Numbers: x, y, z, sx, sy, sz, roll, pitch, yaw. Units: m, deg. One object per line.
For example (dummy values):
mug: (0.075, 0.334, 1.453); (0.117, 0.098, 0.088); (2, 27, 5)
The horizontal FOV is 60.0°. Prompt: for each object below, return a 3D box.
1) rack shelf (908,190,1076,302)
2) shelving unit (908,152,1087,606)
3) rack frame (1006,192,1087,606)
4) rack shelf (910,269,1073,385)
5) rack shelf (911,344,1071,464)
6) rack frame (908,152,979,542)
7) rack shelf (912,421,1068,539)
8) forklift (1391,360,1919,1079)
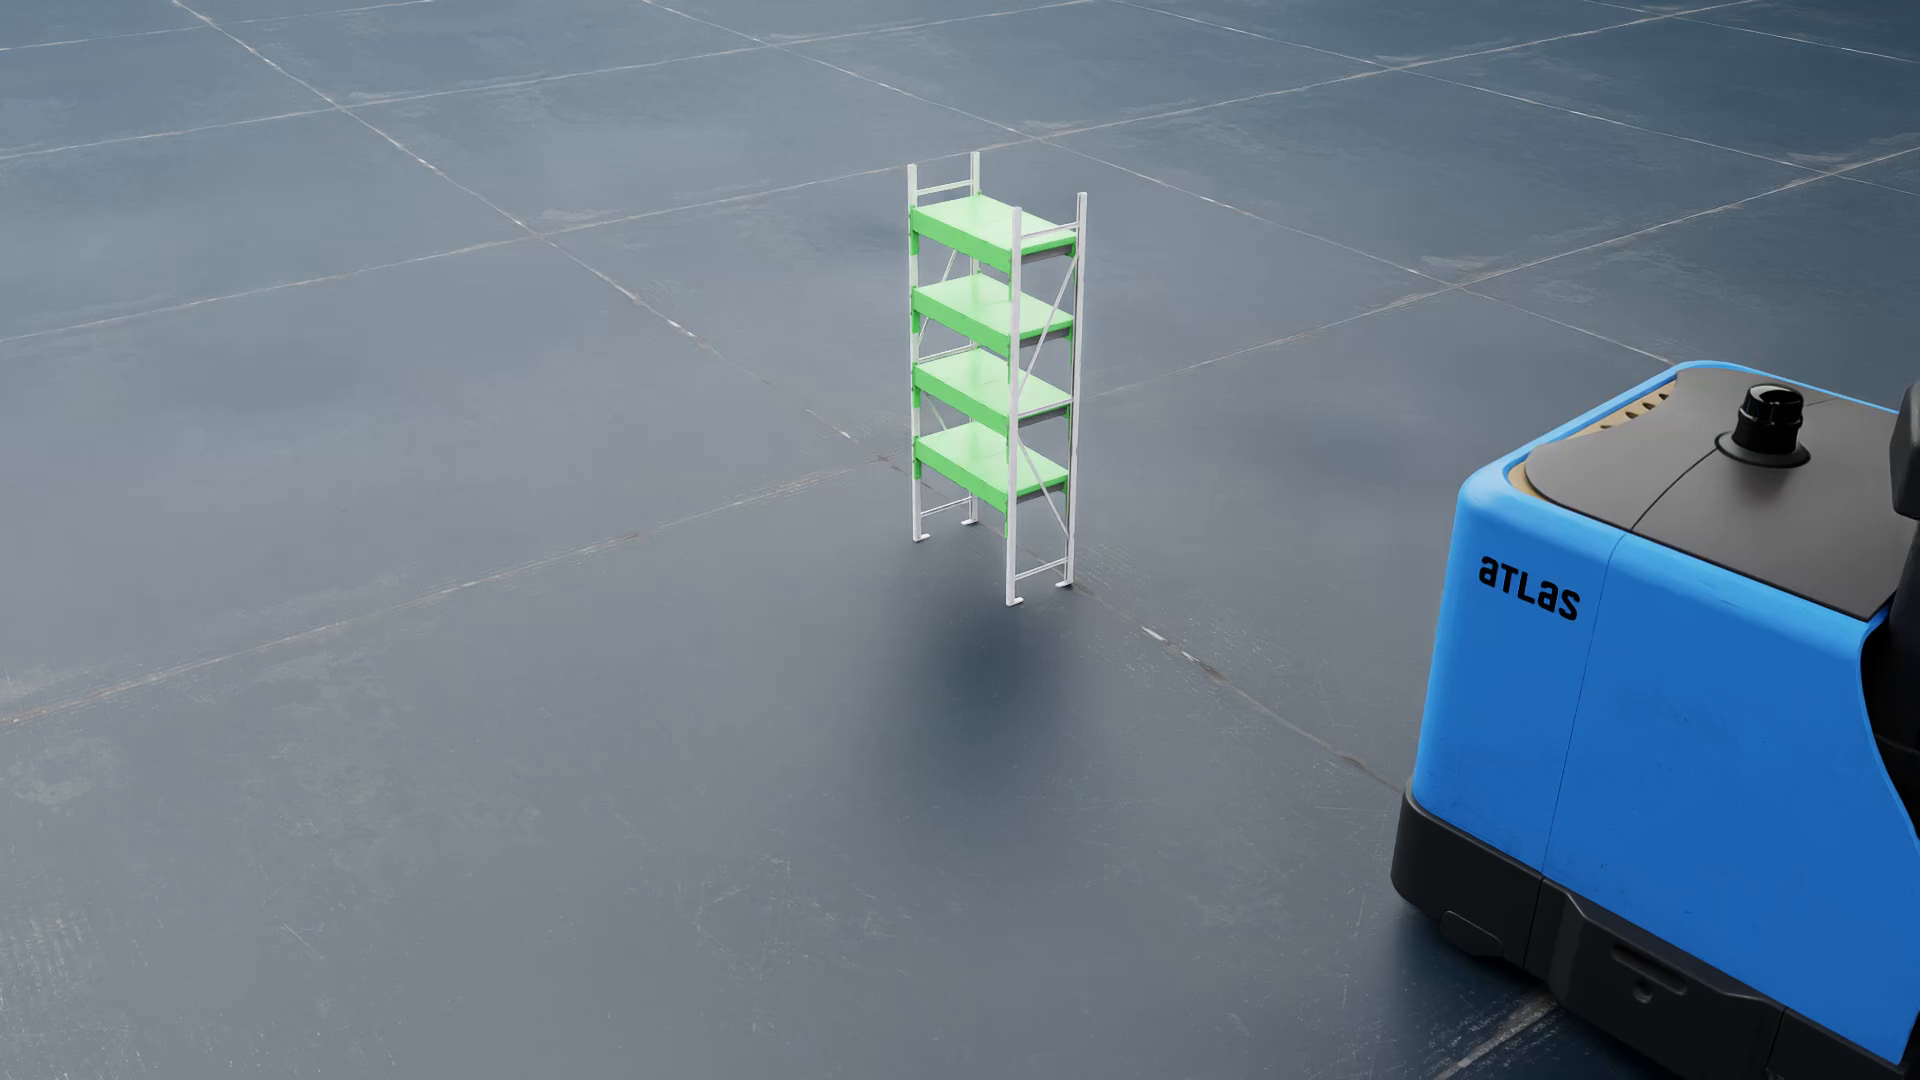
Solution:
rack shelf: (0.096, -0.829, 4.647); (0.258, 0.148, 0.480); (-19, 34, -31)
shelving unit: (0.096, -0.463, 4.845); (0.258, 1.200, 0.503); (-19, 34, -31)
rack frame: (0.238, -0.368, 4.670); (0.240, 1.200, 0.015); (-19, 34, -31)
rack shelf: (0.096, -0.618, 4.761); (0.258, 0.148, 0.480); (-19, 34, -31)
rack shelf: (0.096, -0.407, 4.876); (0.258, 0.148, 0.480); (-19, 34, -31)
rack frame: (-0.046, -0.558, 5.020); (0.240, 1.200, 0.015); (-19, 34, -31)
rack shelf: (0.096, -0.196, 4.990); (0.258, 0.148, 0.480); (-19, 34, -31)
forklift: (2.320, -0.098, 2.360); (1.130, 2.935, 3.031); (-23, 36, -36)
